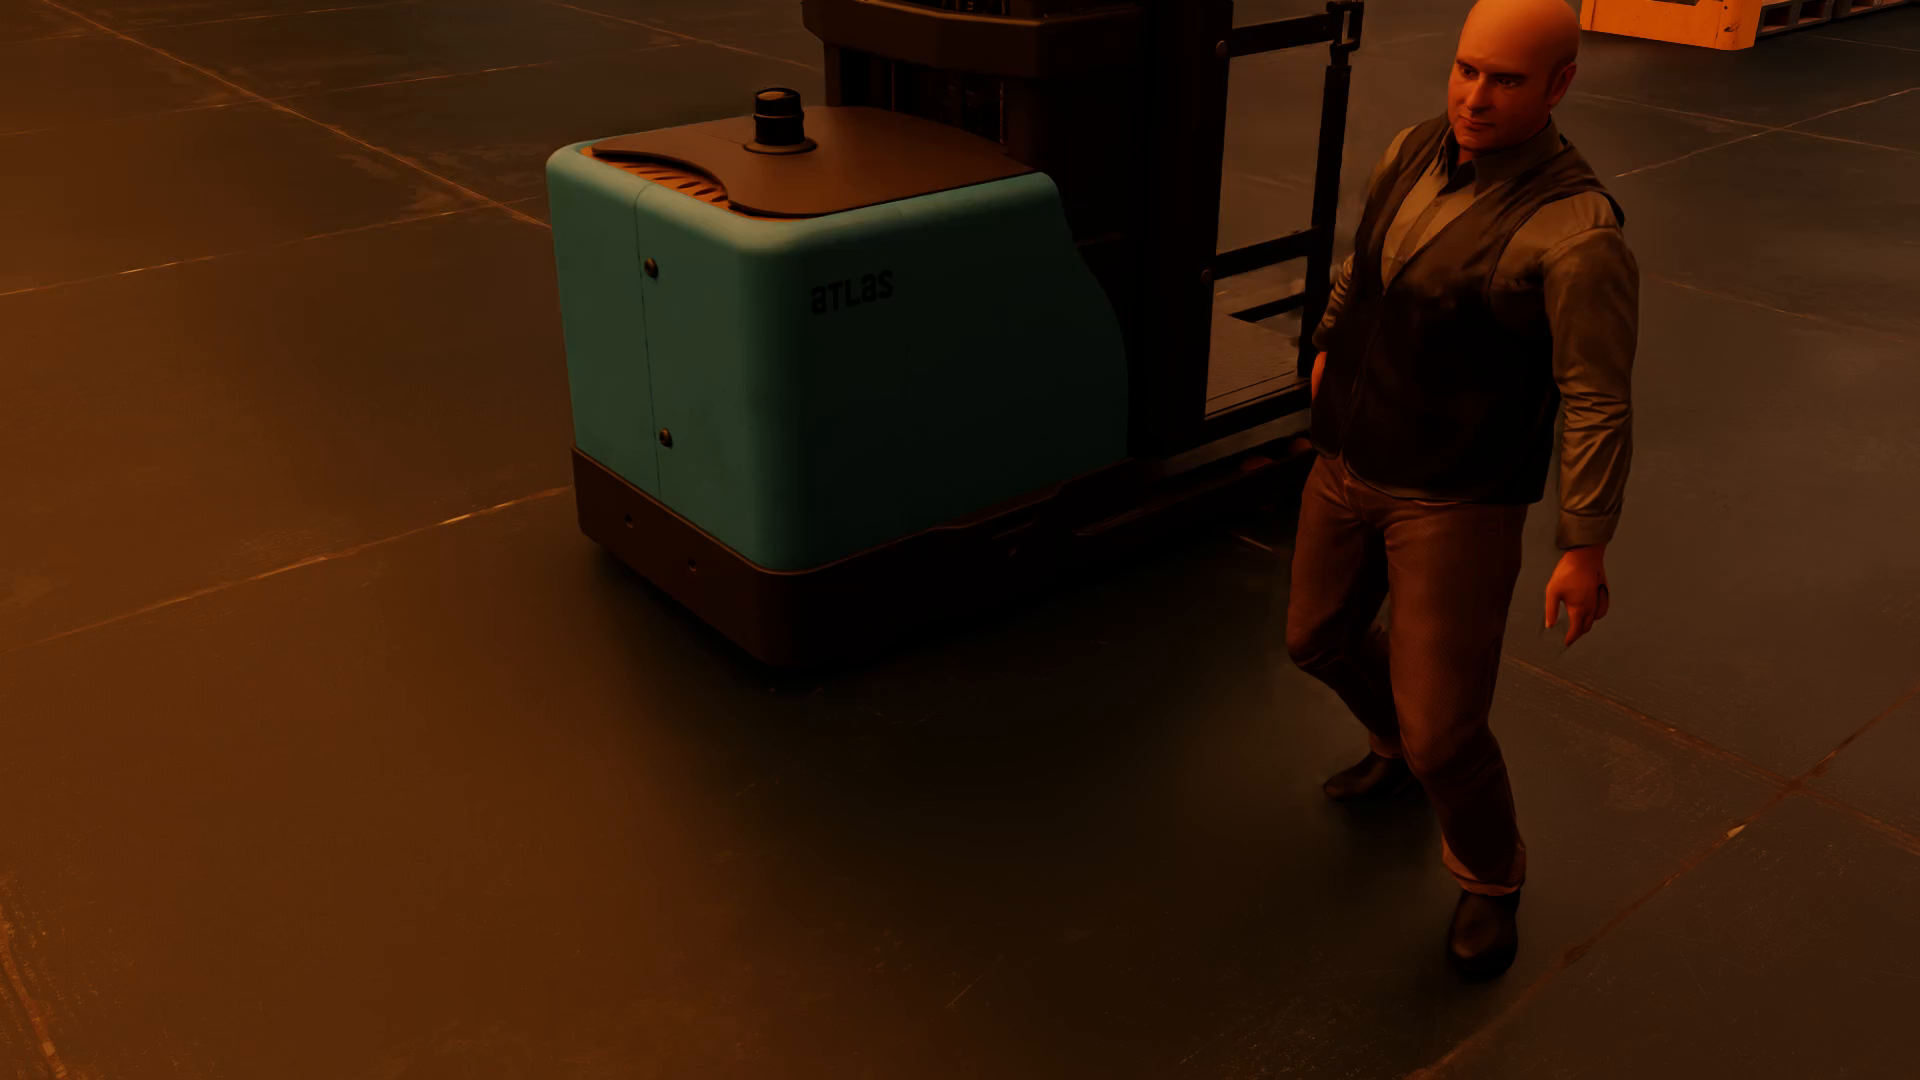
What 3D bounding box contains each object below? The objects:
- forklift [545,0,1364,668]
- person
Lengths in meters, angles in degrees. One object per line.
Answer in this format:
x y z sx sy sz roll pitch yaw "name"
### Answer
0.450 -1.545 4.317 3.031 2.935 1.130 -20 33 -34 "forklift"
0.859 -0.138 2.965 0.485 1.678 0.853 -11 28 -20 "person"
